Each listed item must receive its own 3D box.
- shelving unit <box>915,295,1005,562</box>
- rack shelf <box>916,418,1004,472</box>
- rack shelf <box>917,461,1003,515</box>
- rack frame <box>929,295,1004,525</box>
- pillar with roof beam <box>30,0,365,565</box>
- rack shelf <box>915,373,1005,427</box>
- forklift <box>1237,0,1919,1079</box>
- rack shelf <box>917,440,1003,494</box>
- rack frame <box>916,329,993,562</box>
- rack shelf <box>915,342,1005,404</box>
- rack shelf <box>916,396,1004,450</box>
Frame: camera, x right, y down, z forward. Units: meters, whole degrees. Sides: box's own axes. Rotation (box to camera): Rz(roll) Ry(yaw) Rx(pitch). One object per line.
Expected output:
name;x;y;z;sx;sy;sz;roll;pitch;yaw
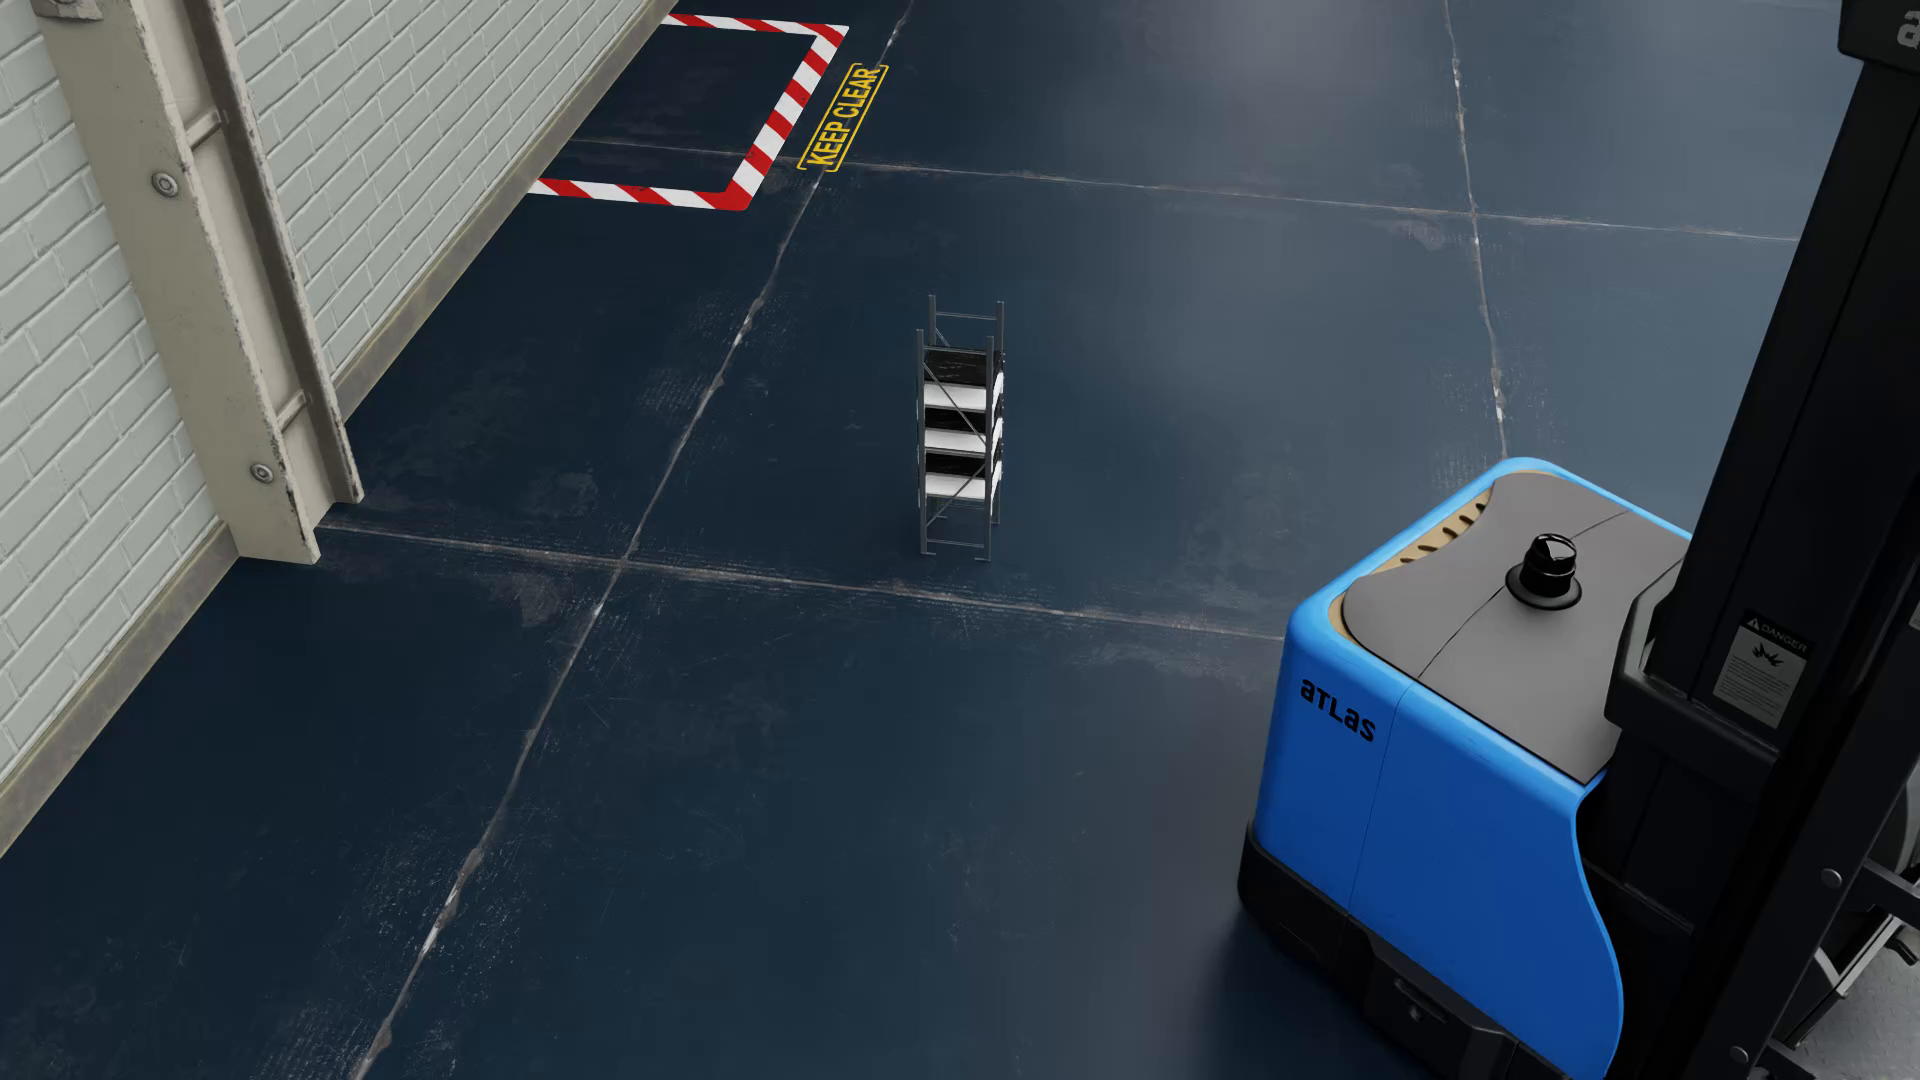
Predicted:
shelving unit;0.001;-0.352;5.469;0.258;0.900;0.210;6;40;8
rack shelf;0.001;-0.326;5.491;0.258;0.077;0.200;6;40;8
rack shelf;0.001;-0.187;5.605;0.258;0.077;0.200;6;40;8
rack frame;0.019;-0.416;5.547;0.240;0.900;0.006;6;40;8
pillar with roof beam;1.927;-3.051;2.378;9.100;9.000;0.400;6;40;8
rack shelf;0.001;-0.465;5.376;0.258;0.077;0.200;6;40;8
forklift;2.114;0.356;3.019;1.130;2.935;3.031;-30;48;-31
rack shelf;0.001;-0.257;5.548;0.258;0.077;0.200;6;40;8
rack frame;-0.016;-0.288;5.392;0.240;0.900;0.006;6;40;8
rack shelf;0.001;-0.534;5.319;0.258;0.077;0.200;6;40;8
rack shelf;0.001;-0.396;5.433;0.258;0.077;0.200;6;40;8
